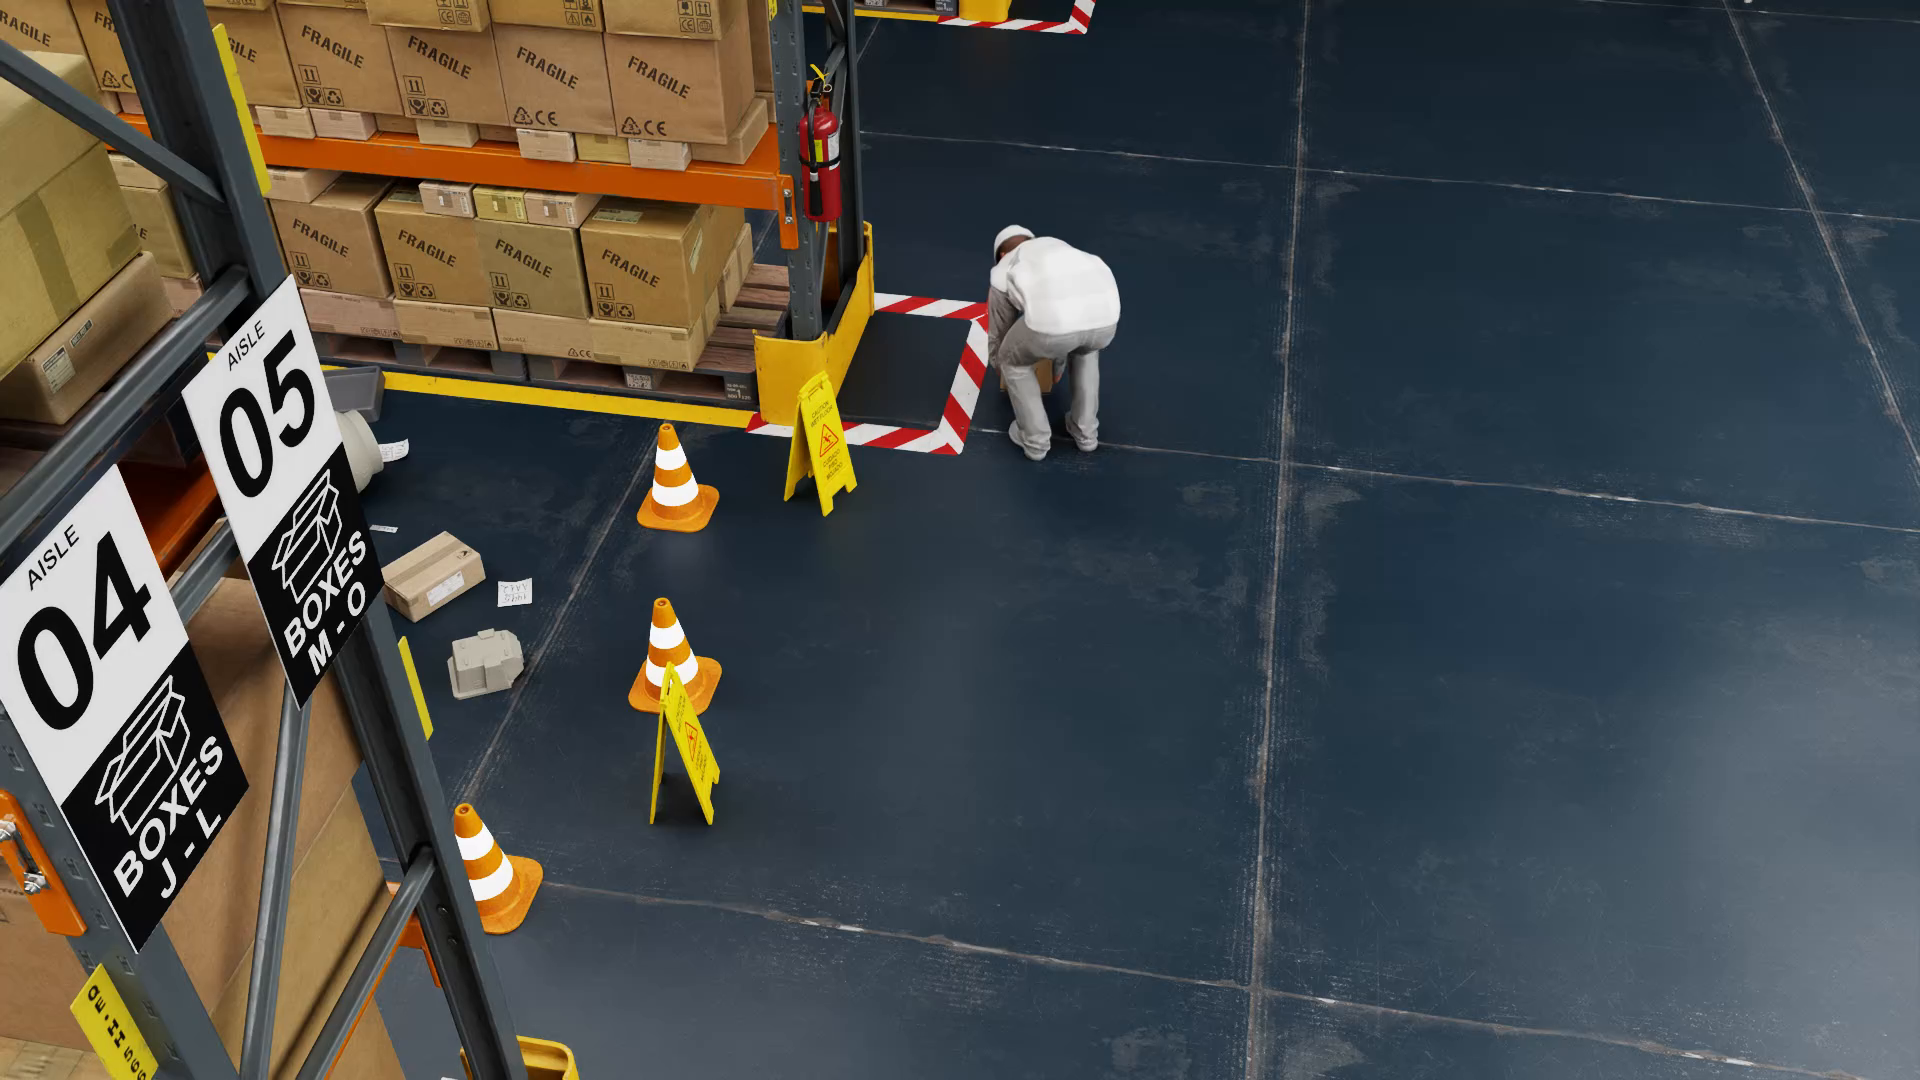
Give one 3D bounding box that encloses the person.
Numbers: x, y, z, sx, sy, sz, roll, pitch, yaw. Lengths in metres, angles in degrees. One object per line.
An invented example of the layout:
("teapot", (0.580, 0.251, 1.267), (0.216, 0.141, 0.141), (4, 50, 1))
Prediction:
("person", (0.387, -1.003, 7.895), (0.499, 1.029, 1.002), (-13, 42, -15))
